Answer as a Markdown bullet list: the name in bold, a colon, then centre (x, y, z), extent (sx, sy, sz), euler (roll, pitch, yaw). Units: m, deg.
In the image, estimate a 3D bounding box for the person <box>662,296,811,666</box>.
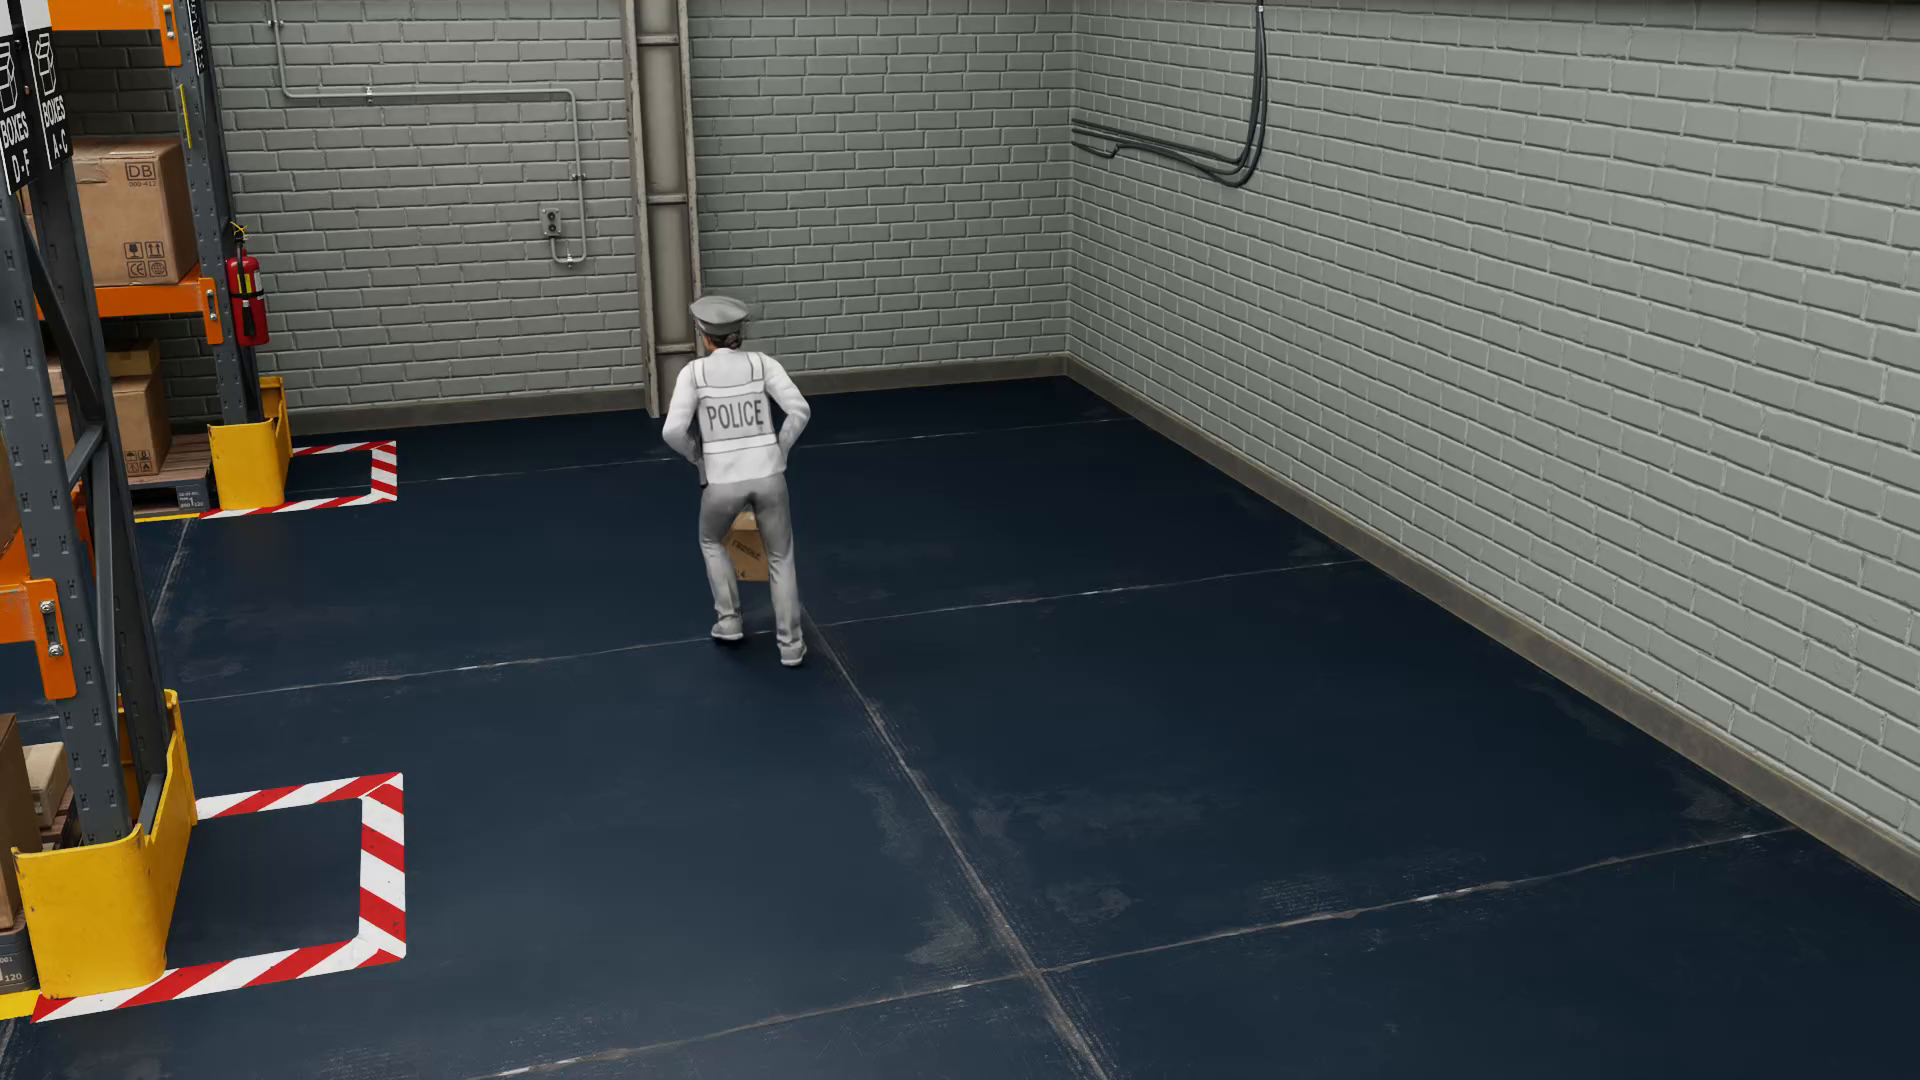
- **person**: centre (-0.984, -0.250, 7.382), extent (0.648, 1.598, 0.572), euler (-5, 20, -14)
